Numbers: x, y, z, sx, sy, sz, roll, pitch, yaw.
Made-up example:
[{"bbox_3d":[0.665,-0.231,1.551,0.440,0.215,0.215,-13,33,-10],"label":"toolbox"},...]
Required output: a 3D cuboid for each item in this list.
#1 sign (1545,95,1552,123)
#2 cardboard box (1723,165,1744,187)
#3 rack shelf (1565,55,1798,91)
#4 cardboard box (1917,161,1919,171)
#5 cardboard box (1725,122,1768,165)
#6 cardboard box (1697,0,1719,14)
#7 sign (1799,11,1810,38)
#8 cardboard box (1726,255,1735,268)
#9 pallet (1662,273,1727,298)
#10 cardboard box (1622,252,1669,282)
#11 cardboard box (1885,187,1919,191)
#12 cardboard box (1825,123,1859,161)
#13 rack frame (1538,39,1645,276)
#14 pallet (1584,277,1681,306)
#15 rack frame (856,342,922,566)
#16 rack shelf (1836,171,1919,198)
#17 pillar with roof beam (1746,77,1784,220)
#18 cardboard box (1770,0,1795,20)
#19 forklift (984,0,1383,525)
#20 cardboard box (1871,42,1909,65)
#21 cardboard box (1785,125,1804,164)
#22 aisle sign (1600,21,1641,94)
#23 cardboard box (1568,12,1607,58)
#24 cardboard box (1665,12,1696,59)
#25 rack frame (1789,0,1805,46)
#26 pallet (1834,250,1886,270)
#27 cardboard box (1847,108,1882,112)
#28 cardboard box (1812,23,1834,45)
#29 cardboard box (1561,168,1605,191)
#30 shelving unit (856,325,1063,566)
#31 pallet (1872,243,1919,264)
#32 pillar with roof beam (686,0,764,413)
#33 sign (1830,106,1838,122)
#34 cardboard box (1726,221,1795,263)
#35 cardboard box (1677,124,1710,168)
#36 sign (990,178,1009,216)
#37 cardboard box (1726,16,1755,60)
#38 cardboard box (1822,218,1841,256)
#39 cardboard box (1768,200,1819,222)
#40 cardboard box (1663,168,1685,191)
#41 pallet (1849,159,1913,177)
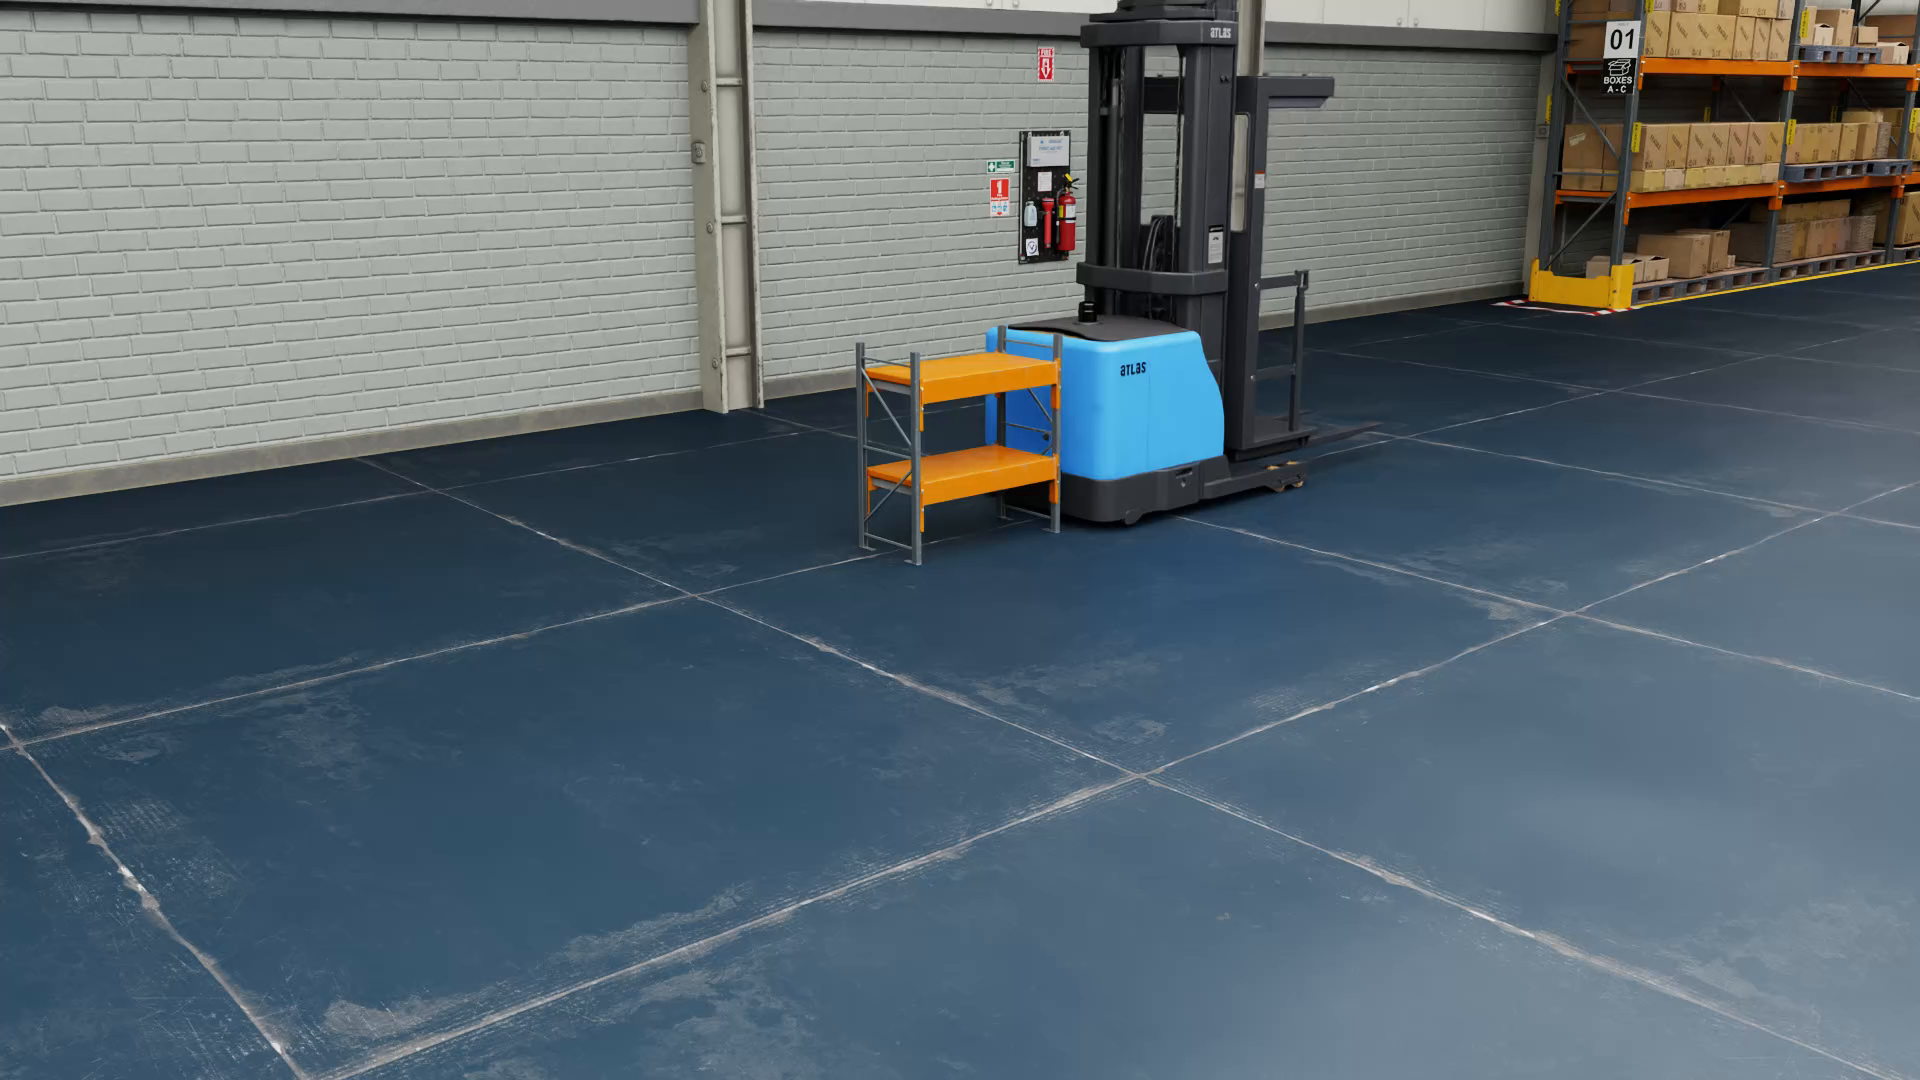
[{"bbox_3d":[6.943,-5.068,19.554,0.005,0.325,0.100,-13,19,-39],"label":"sign"},{"bbox_3d":[9.401,-4.549,20.720,0.500,0.250,0.500,-13,20,-40],"label":"cardboard box"},{"bbox_3d":[8.801,-5.685,20.302,4.000,0.370,1.077,-13,19,-39],"label":"rack shelf"},{"bbox_3d":[14.180,-5.568,24.731,0.250,0.149,0.380,-12,19,-38],"label":"cardboard box"},{"bbox_3d":[9.784,-4.996,20.938,0.500,0.500,0.500,-13,20,-40],"label":"cardboard box"},{"bbox_3d":[8.534,-6.417,19.478,0.500,0.500,0.500,-12,19,-38],"label":"cardboard box"},{"bbox_3d":[10.672,-6.517,21.020,0.005,0.325,0.100,-13,19,-39],"label":"sign"},{"bbox_3d":[9.926,-3.669,21.812,0.380,0.166,0.250,13,20,40],"label":"cardboard box"},{"bbox_3d":[8.906,-3.246,20.995,1.213,0.211,1.003,-13,19,-39],"label":"pallet"},{"bbox_3d":[8.304,-3.354,20.352,0.500,0.311,0.500,-11,18,-35],"label":"cardboard box"},{"bbox_3d":[14.634,-5.010,25.546,0.750,0.750,0.750,-13,20,-40],"label":"cardboard box"},{"bbox_3d":[12.054,-5.564,23.220,0.500,0.500,0.700,-13,19,-39],"label":"cardboard box"},{"bbox_3d":[7.293,-4.244,19.327,0.127,3.000,1.000,-13,19,-39],"label":"rack frame"},{"bbox_3d":[7.986,-3.041,20.225,1.213,0.211,1.003,-13,19,-39],"label":"pallet"},{"bbox_3d":[-0.378,-0.458,8.787,0.032,1.125,0.500,-13,19,-39],"label":"rack frame"},{"bbox_3d":[14.836,-5.591,25.762,4.000,0.370,1.077,-13,19,-39],"label":"rack shelf"},{"bbox_3d":[14.605,-7.608,20.295,0.400,9.000,9.100,-13,19,-39],"label":"pillar with roof beam"},{"bbox_3d":[10.110,-6.775,20.817,0.500,0.500,0.500,14,20,42],"label":"cardboard box"},{"bbox_3d":[1.560,-1.800,10.309,3.031,2.935,1.130,-13,20,-41],"label":"forklift"},{"bbox_3d":[12.962,-6.841,23.369,0.500,0.311,0.500,-13,19,-39],"label":"cardboard box"},{"bbox_3d":[10.717,-5.262,22.092,0.500,0.500,0.700,-13,19,-39],"label":"cardboard box"},{"bbox_3d":[7.435,-5.430,18.728,0.004,0.787,0.394,-13,19,-39],"label":"aisle sign"},{"bbox_3d":[7.441,-5.872,19.374,0.500,0.500,0.500,-11,18,-35],"label":"cardboard box"},{"bbox_3d":[8.138,-5.844,19.269,0.500,0.500,0.500,-11,19,-36],"label":"cardboard box"},{"bbox_3d":[10.310,-7.820,21.090,0.127,3.000,1.000,-13,19,-39],"label":"rack frame"},{"bbox_3d":[12.737,-4.120,24.266,1.213,0.211,1.003,-13,19,-39],"label":"pallet"},{"bbox_3d":[13.500,-6.291,24.727,0.500,0.250,0.500,-12,19,-38],"label":"cardboard box"},{"bbox_3d":[11.240,-6.712,22.113,0.500,0.311,0.500,-12,19,-38],"label":"cardboard box"},{"bbox_3d":[7.518,-4.299,19.782,0.500,0.250,0.500,-12,19,-39],"label":"cardboard box"},{"bbox_3d":[0.005,-0.545,9.109,1.048,1.125,0.538,-13,19,-39],"label":"shelving unit"},{"bbox_3d":[13.972,-4.371,25.206,1.213,0.211,1.003,-13,19,-39],"label":"pallet"},{"bbox_3d":[1.026,-4.559,8.880,0.400,9.000,9.100,-13,19,-39],"label":"pillar with roof beam"},{"bbox_3d":[12.961,-6.266,24.654,0.005,0.325,0.100,-13,19,-39],"label":"sign"},{"bbox_3d":[10.855,-4.055,22.609,0.500,0.500,0.700,-12,19,-38],"label":"cardboard box"},{"bbox_3d":[8.623,-4.734,19.960,0.500,0.500,0.500,-13,20,-41],"label":"cardboard box"},{"bbox_3d":[0.353,-3.047,14.777,0.234,0.329,0.001,-13,19,-39],"label":"sign"},{"bbox_3d":[9.309,-6.111,20.271,0.500,0.500,0.500,-14,20,-41],"label":"cardboard box"},{"bbox_3d":[11.998,-4.318,23.595,0.500,0.500,0.700,-13,20,-40],"label":"cardboard box"},{"bbox_3d":[11.575,-4.581,23.127,0.500,0.250,0.500,-13,20,-41],"label":"cardboard box"},{"bbox_3d":[8.252,-4.293,19.762,0.500,0.250,0.500,-13,20,-41],"label":"cardboard box"},{"bbox_3d":[12.860,-5.365,23.896,1.003,0.211,1.213,-13,19,-39],"label":"pallet"}]
